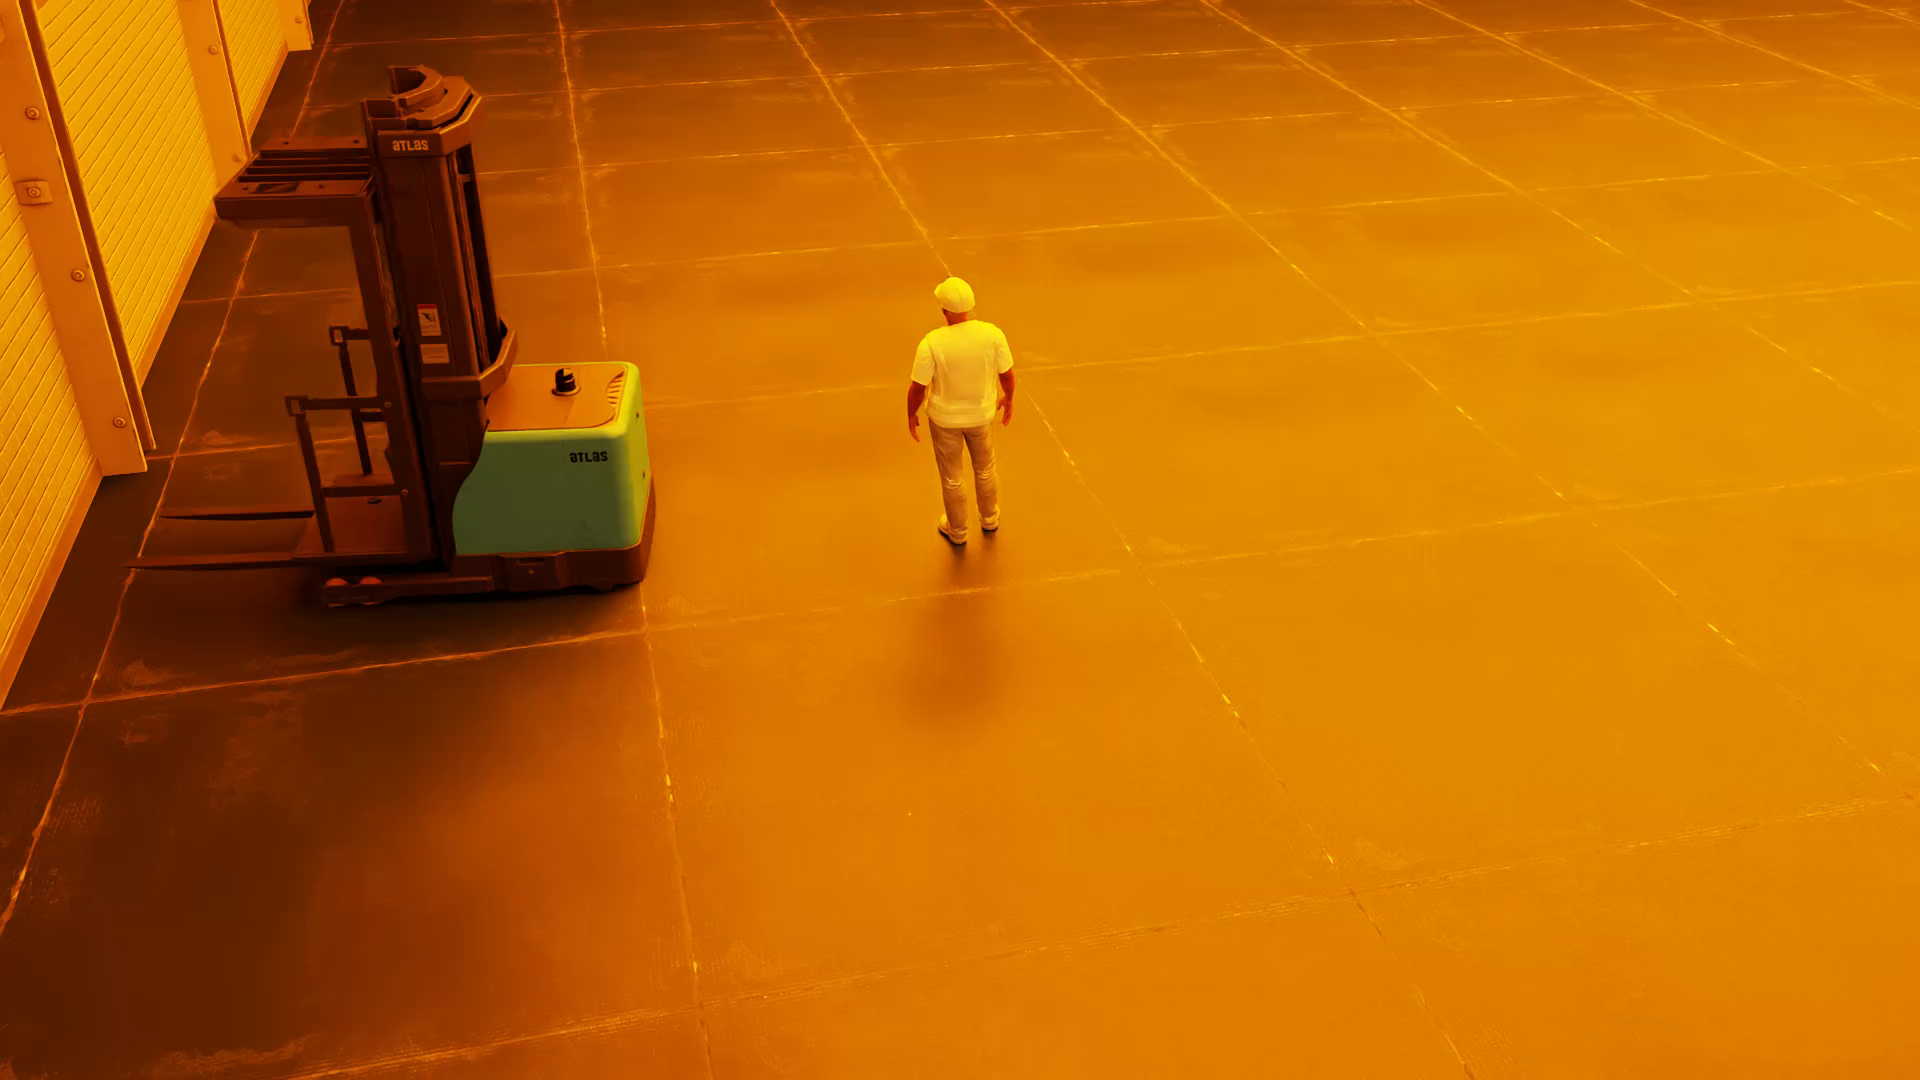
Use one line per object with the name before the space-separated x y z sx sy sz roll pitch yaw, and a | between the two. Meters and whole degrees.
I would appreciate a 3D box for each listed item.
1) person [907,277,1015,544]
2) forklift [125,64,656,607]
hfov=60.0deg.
person | -0.012 -0.805 10.114 0.666 1.768 0.575 -7 31 -12
forklift | -3.438 -1.150 9.560 3.031 2.935 1.130 -2 30 -4
